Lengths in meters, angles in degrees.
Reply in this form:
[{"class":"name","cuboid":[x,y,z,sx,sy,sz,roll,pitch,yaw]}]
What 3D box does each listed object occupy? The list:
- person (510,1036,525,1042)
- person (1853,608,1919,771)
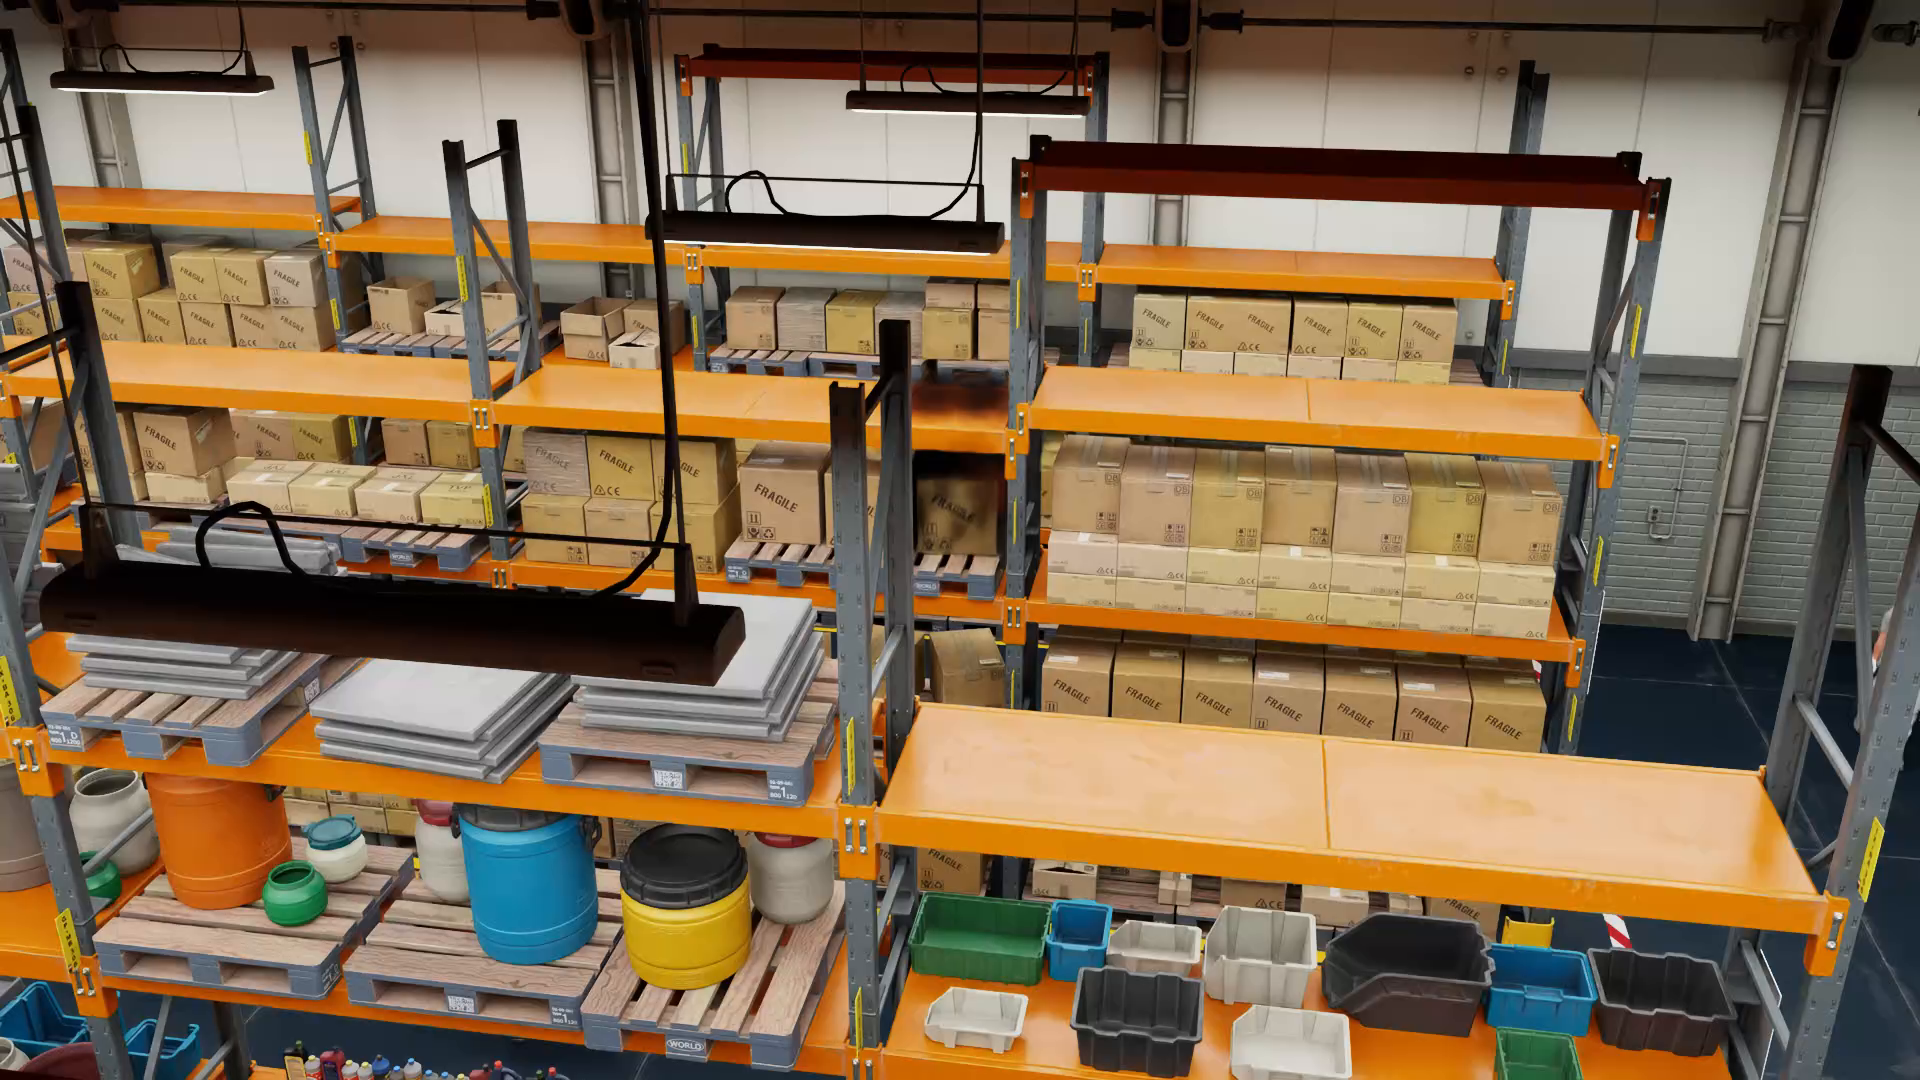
[{"class":"person","cuboid":[-3.009,2.769,11.495,0.546,1.666,0.377,1,23,3]},{"class":"person","cuboid":[8.661,1.180,15.296,0.609,1.754,0.798,7,24,15]}]
